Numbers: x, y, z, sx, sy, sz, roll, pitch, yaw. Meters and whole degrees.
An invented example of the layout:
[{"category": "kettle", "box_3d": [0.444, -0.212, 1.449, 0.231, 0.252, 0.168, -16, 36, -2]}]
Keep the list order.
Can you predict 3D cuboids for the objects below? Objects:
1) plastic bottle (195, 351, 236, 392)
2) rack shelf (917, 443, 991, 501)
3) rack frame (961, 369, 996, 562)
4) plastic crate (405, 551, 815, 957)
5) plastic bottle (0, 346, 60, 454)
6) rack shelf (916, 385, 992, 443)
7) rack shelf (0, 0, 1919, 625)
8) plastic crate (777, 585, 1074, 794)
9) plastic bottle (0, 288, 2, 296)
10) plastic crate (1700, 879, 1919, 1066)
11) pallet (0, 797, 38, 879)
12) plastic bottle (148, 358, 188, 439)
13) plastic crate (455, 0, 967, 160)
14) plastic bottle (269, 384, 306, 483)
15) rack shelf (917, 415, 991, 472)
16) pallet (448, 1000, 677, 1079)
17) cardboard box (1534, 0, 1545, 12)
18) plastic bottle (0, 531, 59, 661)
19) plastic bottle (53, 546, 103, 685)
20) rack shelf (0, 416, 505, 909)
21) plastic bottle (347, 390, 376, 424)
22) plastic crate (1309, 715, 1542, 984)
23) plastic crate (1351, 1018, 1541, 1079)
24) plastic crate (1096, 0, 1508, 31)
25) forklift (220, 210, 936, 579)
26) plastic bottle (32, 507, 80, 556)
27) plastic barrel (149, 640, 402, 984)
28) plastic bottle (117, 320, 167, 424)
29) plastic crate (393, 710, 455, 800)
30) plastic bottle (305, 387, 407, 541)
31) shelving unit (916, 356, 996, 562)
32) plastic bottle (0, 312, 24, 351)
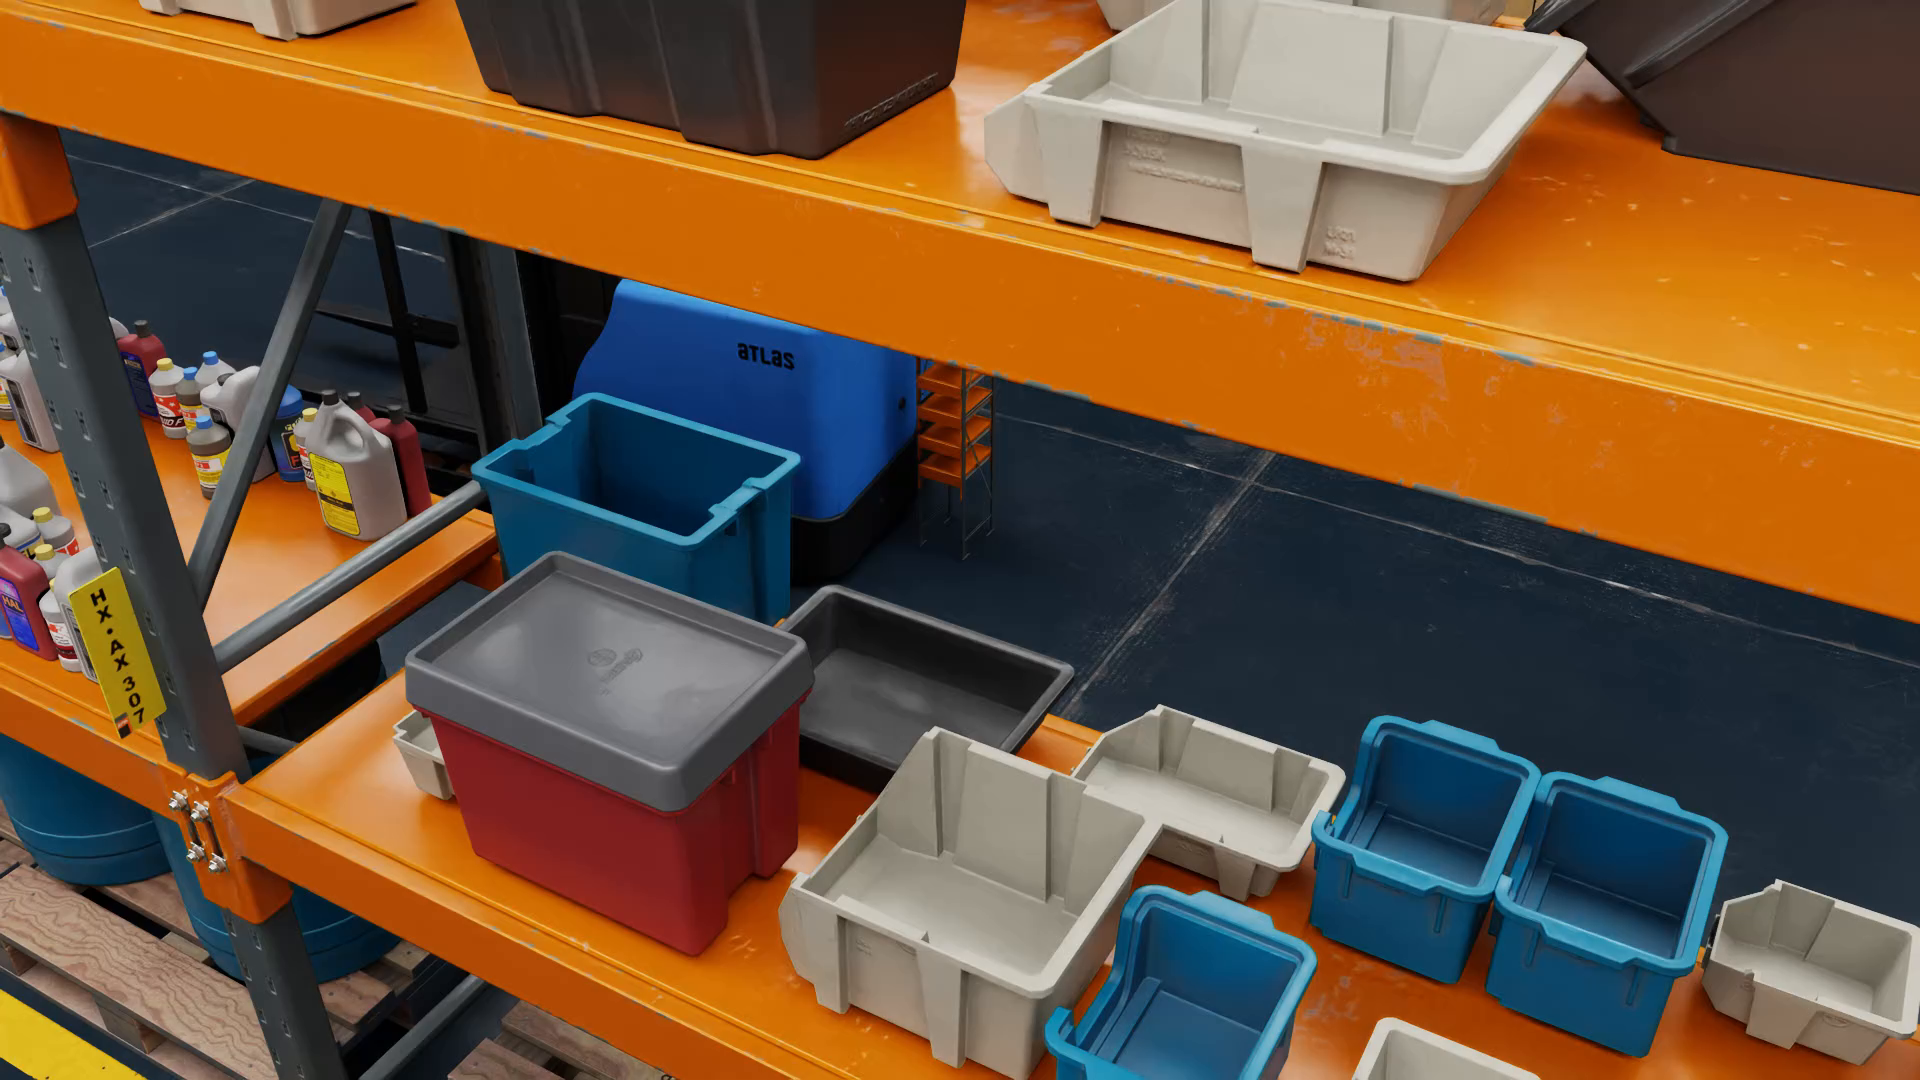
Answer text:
[{"category": "plastic bottle", "box_3d": [-1.852, -0.346, 4.179, 0.097, 0.271, 0.097, 0, 34, 0]}, {"category": "rack shelf", "box_3d": [-0.013, -0.267, 6.081, 0.180, 0.103, 0.258, 18, 37, 24]}, {"category": "rack frame", "box_3d": [0.067, -0.478, 5.886, 0.006, 1.200, 0.240, 18, 37, 24]}, {"category": "plastic crate", "box_3d": [-0.584, 0.372, 2.874, 0.583, 0.464, 0.402, 18, 37, 24]}, {"category": "plastic bottle", "box_3d": [-2.327, -0.383, 4.231, 0.135, 0.276, 0.152, 18, 37, 24]}, {"category": "rack shelf", "box_3d": [-0.013, -0.466, 5.948, 0.180, 0.103, 0.258, 18, 37, 24]}, {"category": "rack shelf", "box_3d": [0.502, -0.342, 2.000, 4.000, 0.370, 1.077, 18, 37, 24]}, {"category": "plastic crate", "box_3d": [-0.130, 0.325, 3.250, 0.590, 0.125, 0.437, 18, 37, 24]}, {"category": "plastic bottle", "box_3d": [-2.624, -0.590, 4.546, 0.097, 0.271, 0.097, 0, 34, 0]}, {"category": "plastic crate", "box_3d": [1.361, 0.701, 2.675, 0.298, 0.136, 0.250, 18, 37, 24]}, {"category": "pallet", "box_3d": [-2.947, 0.650, 5.083, 1.213, 0.211, 1.003, 18, 37, 24]}, {"category": "plastic bottle", "box_3d": [-2.021, -0.370, 4.279, 0.097, 0.201, 0.097, 0, 34, 0]}, {"category": "plastic crate", "box_3d": [-0.292, -0.664, 1.952, 0.590, 0.269, 0.497, 18, 37, 24]}, {"category": "plastic bottle", "box_3d": [-1.651, -0.282, 4.083, 0.097, 0.271, 0.097, 0, 34, 0]}, {"category": "rack shelf", "box_3d": [-0.013, -0.367, 6.015, 0.180, 0.103, 0.258, 18, 37, 24]}, {"category": "pallet", "box_3d": [-0.577, 1.401, 3.955, 1.213, 0.211, 1.003, 18, 37, 24]}, {"category": "cardboard box", "box_3d": [2.413, -1.818, 6.184, 0.500, 0.500, 0.500, 17, 37, 24]}, {"category": "plastic bottle", "box_3d": [-1.961, 0.111, 3.482, 0.133, 0.283, 0.061, 18, 37, 24]}, {"category": "plastic bottle", "box_3d": [-1.737, 0.156, 3.422, 0.135, 0.276, 0.152, 18, 37, 24]}, {"category": "rack shelf", "box_3d": [-2.971, -0.194, 4.484, 4.000, 0.370, 1.077, 18, 37, 24]}, {"category": "plastic bottle", "box_3d": [-1.457, -0.237, 4.005, 0.133, 0.283, 0.061, 18, 37, 24]}, {"category": "plastic crate", "box_3d": [0.783, 0.531, 2.844, 0.300, 0.233, 0.416, 18, 37, 24]}, {"category": "plastic crate", "box_3d": [0.676, 0.881, 2.405, 0.250, 0.136, 0.298, 18, 37, 24]}, {"category": "plastic crate", "box_3d": [0.467, -0.800, 2.146, 0.530, 0.282, 0.437, 18, 37, 24]}, {"category": "forklift", "box_3d": [-1.621, -1.604, 6.014, 3.031, 2.935, 1.130, 13, 36, 19]}, {"category": "plastic bottle", "box_3d": [-2.009, 0.021, 3.691, 0.097, 0.201, 0.097, 0, 34, 0]}, {"category": "plastic barrel", "box_3d": [-1.699, 0.598, 4.160, 0.708, 0.901, 0.600, 18, 37, 24]}, {"category": "plastic bottle", "box_3d": [-2.112, -0.445, 4.317, 0.133, 0.283, 0.061, 18, 37, 24]}, {"category": "plastic crate", "box_3d": [-0.901, 0.339, 3.219, 0.243, 0.136, 0.396, 18, 37, 24]}, {"category": "plastic bottle", "box_3d": [-1.415, -0.186, 3.868, 0.185, 0.351, 0.144, 18, 37, 24]}, {"category": "shelving unit", "box_3d": [-0.013, -0.503, 5.923, 0.189, 1.200, 0.258, 18, 37, 24]}, {"category": "plastic bottle", "box_3d": [-2.453, -0.520, 4.437, 0.135, 0.276, 0.152, 18, 37, 24]}]
